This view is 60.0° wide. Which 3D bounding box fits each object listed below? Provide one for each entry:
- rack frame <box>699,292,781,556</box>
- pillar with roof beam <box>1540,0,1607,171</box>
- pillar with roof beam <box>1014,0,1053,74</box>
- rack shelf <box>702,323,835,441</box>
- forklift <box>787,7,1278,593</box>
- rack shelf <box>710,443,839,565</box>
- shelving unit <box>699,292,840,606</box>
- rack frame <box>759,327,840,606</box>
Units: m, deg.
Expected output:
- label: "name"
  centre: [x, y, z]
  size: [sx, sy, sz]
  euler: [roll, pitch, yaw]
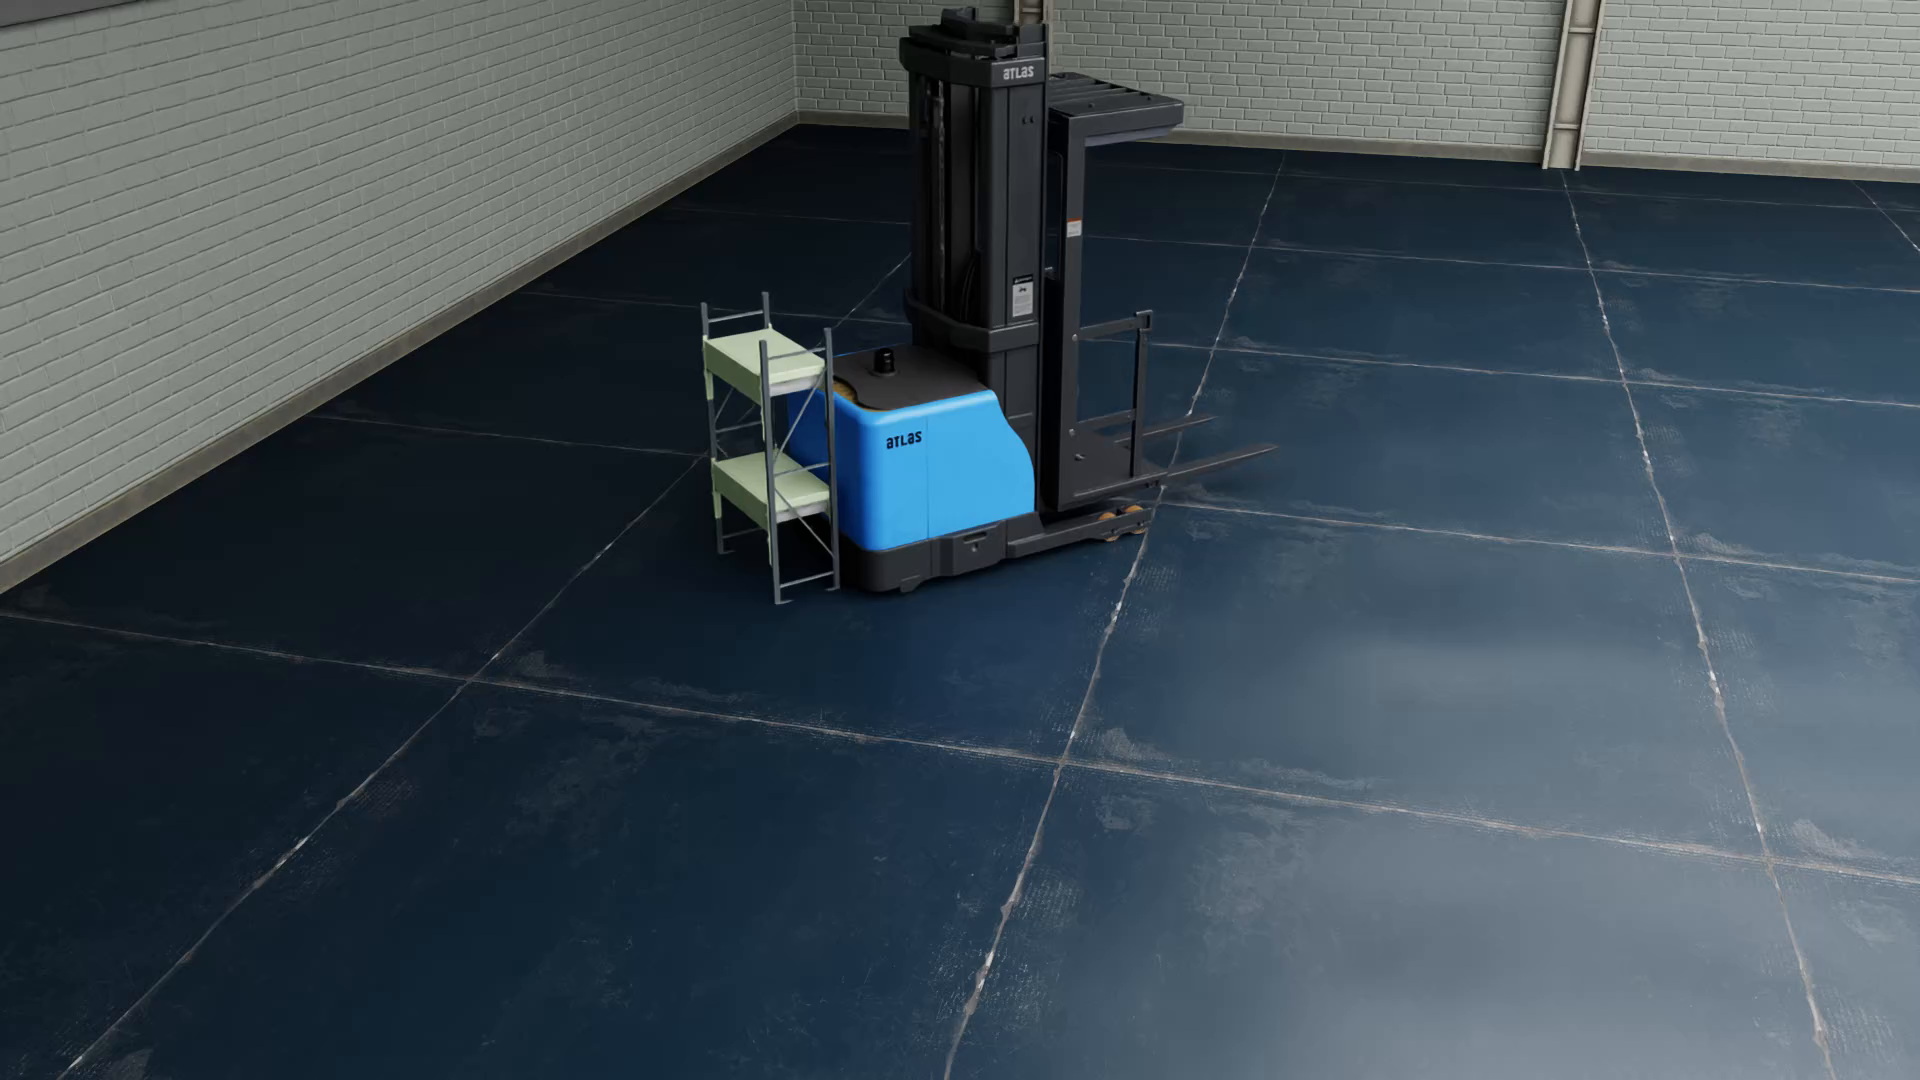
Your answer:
- label: "rack frame"
  centre: [-1.224, -0.636, 9.342]
  size: [0.400, 1.500, 0.023]
  euler: [-15, 29, -29]
- label: "pillar with roof beam"
  centre: [5.585, -6.418, 12.763]
  size: [0.400, 9.000, 9.100]
  euler: [6, 26, 13]
- label: "pillar with roof beam"
  centre: [-0.225, -7.061, 14.112]
  size: [0.400, 9.000, 9.100]
  euler: [6, 26, 13]
- label: "rack shelf"
  centre: [-1.031, -0.855, 8.893]
  size: [0.431, 0.370, 0.720]
  euler: [-15, 29, -29]
- label: "forklift"
  centre: [0.537, -1.492, 9.474]
  size: [3.031, 2.935, 1.130]
  euler: [-15, 29, -28]
- label: "rack shelf"
  centre: [-1.031, -0.208, 9.201]
  size: [0.431, 0.370, 0.720]
  euler: [-15, 29, -29]
- label: "shelving unit"
  centre: [-1.031, -0.503, 9.061]
  size: [0.431, 1.500, 0.755]
  euler: [-15, 29, -29]
- label: "rack frame"
  centre: [-0.837, -0.369, 8.781]
  size: [0.400, 1.500, 0.023]
  euler: [-15, 29, -29]
